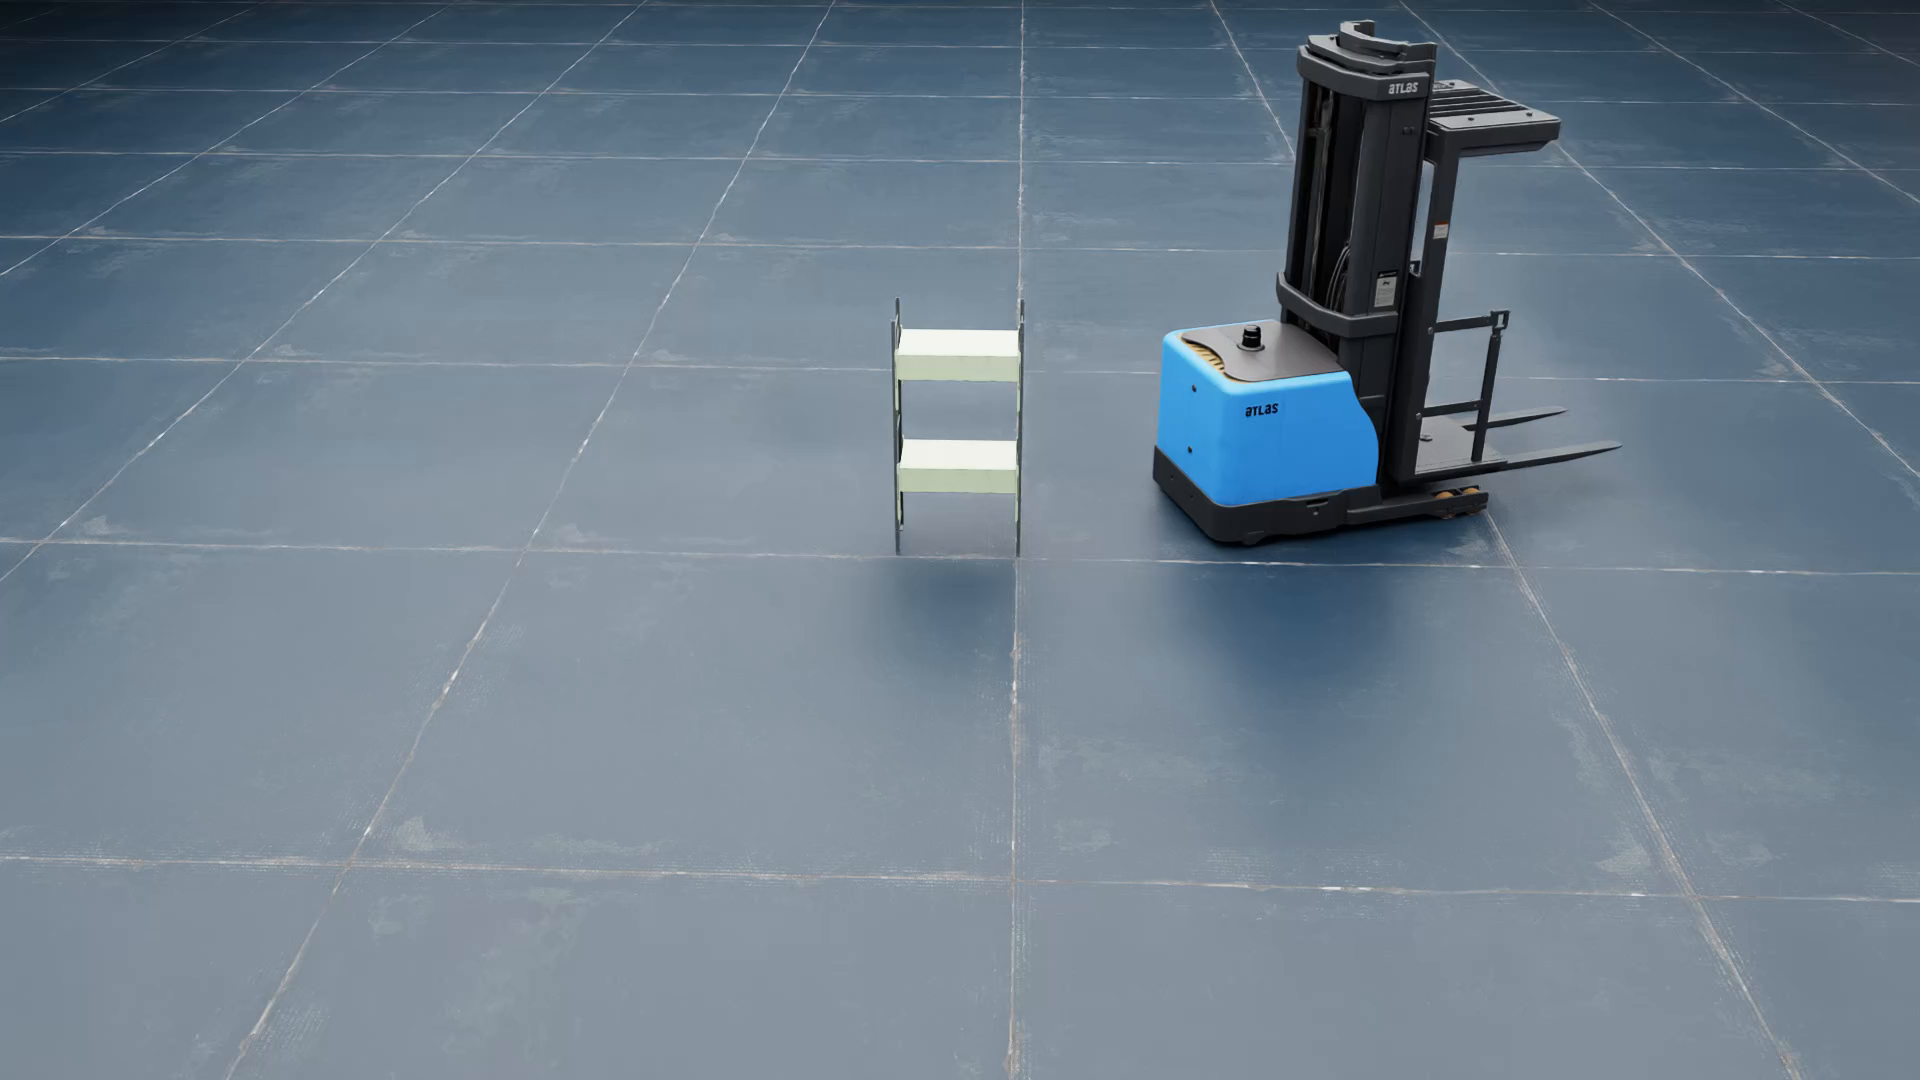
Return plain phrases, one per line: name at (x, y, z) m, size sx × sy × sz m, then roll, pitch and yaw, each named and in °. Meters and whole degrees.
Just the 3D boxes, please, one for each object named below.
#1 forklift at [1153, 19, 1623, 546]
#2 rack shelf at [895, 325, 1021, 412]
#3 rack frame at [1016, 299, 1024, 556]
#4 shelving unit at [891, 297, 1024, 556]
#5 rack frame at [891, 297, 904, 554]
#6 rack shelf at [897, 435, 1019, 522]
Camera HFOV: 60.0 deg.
forklift at (2.837, -1.655, 10.268) m, size 3.031 × 2.935 × 1.130 m, roll -9°, pitch 29°, yaw -16°
rack shelf at (-0.007, -1.008, 9.741) m, size 0.720 × 0.370 × 0.431 m, roll 1°, pitch 28°, yaw 2°
rack frame at (0.359, -0.657, 9.913) m, size 0.023 × 1.500 × 0.400 m, roll 1°, pitch 28°, yaw 2°
shelving unit at (-0.007, -0.663, 9.924) m, size 0.755 × 1.500 × 0.431 m, roll 1°, pitch 28°, yaw 2°
rack frame at (-0.372, -0.669, 9.935) m, size 0.023 × 1.500 × 0.400 m, roll 1°, pitch 28°, yaw 2°
rack shelf at (-0.007, -0.375, 10.077) m, size 0.720 × 0.370 × 0.431 m, roll 1°, pitch 28°, yaw 2°
